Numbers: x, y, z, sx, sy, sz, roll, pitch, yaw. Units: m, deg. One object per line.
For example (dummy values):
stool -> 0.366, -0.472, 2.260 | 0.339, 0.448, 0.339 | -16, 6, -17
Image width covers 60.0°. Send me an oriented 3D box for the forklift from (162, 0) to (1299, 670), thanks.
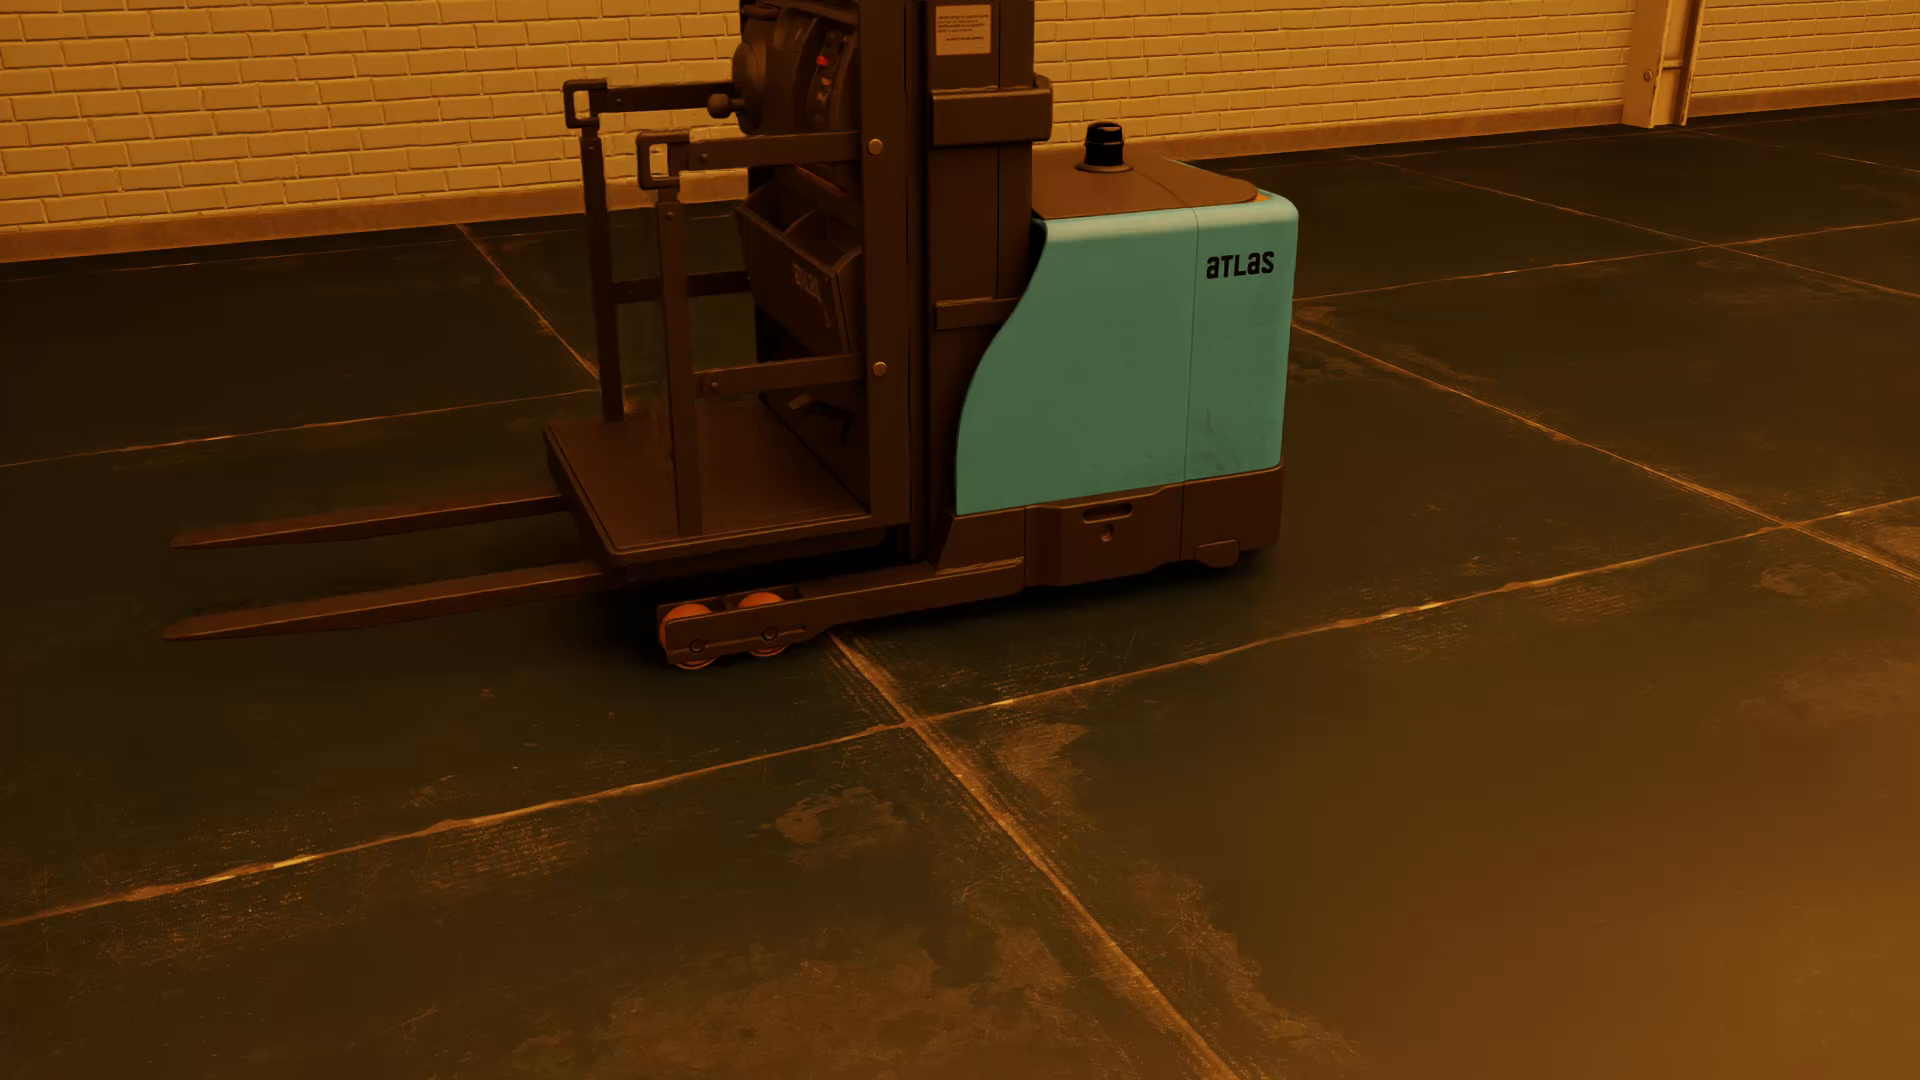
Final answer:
forklift -> -0.621, -1.248, 4.291 | 3.031, 2.935, 1.130 | -9, 24, -20
